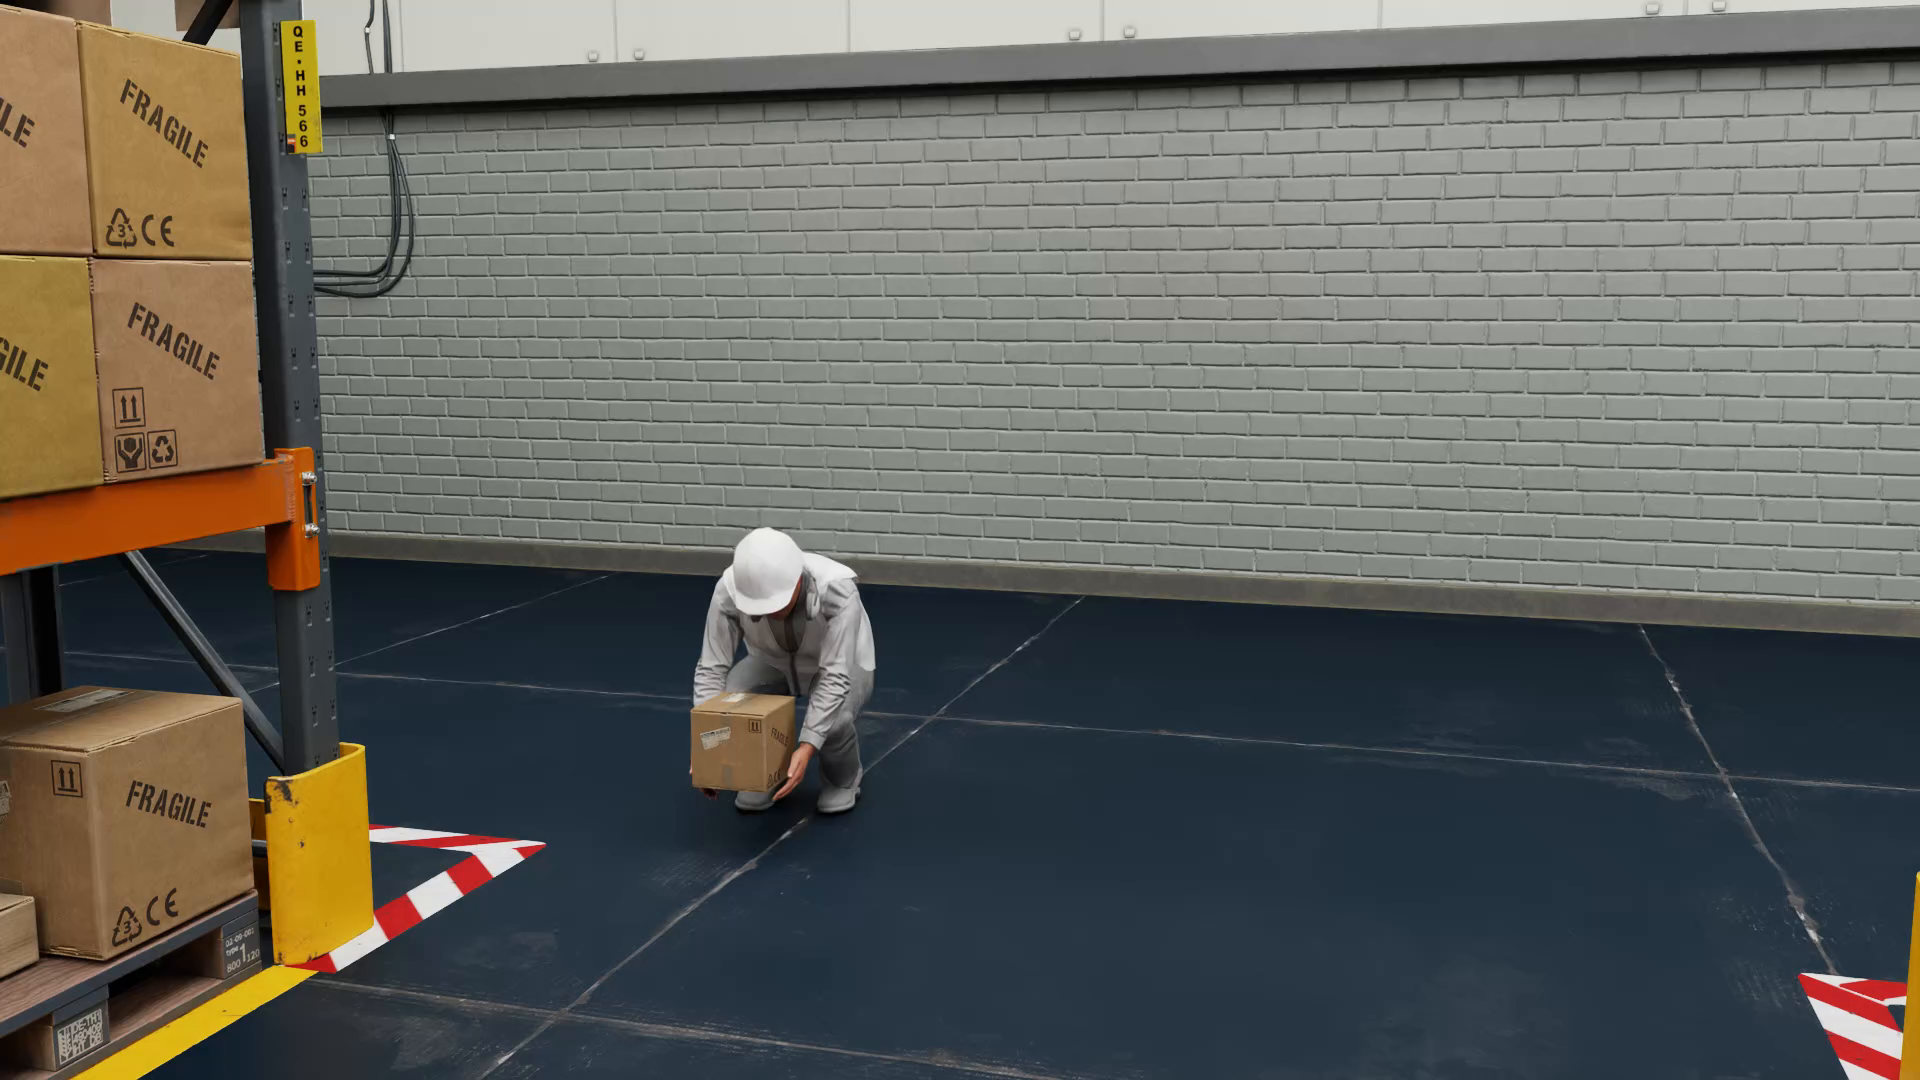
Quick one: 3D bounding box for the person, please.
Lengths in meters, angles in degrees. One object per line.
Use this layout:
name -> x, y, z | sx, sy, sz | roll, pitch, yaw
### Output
person -> -0.555, 0.418, 5.532 | 0.532, 1.013, 0.862 | 2, 9, 16
